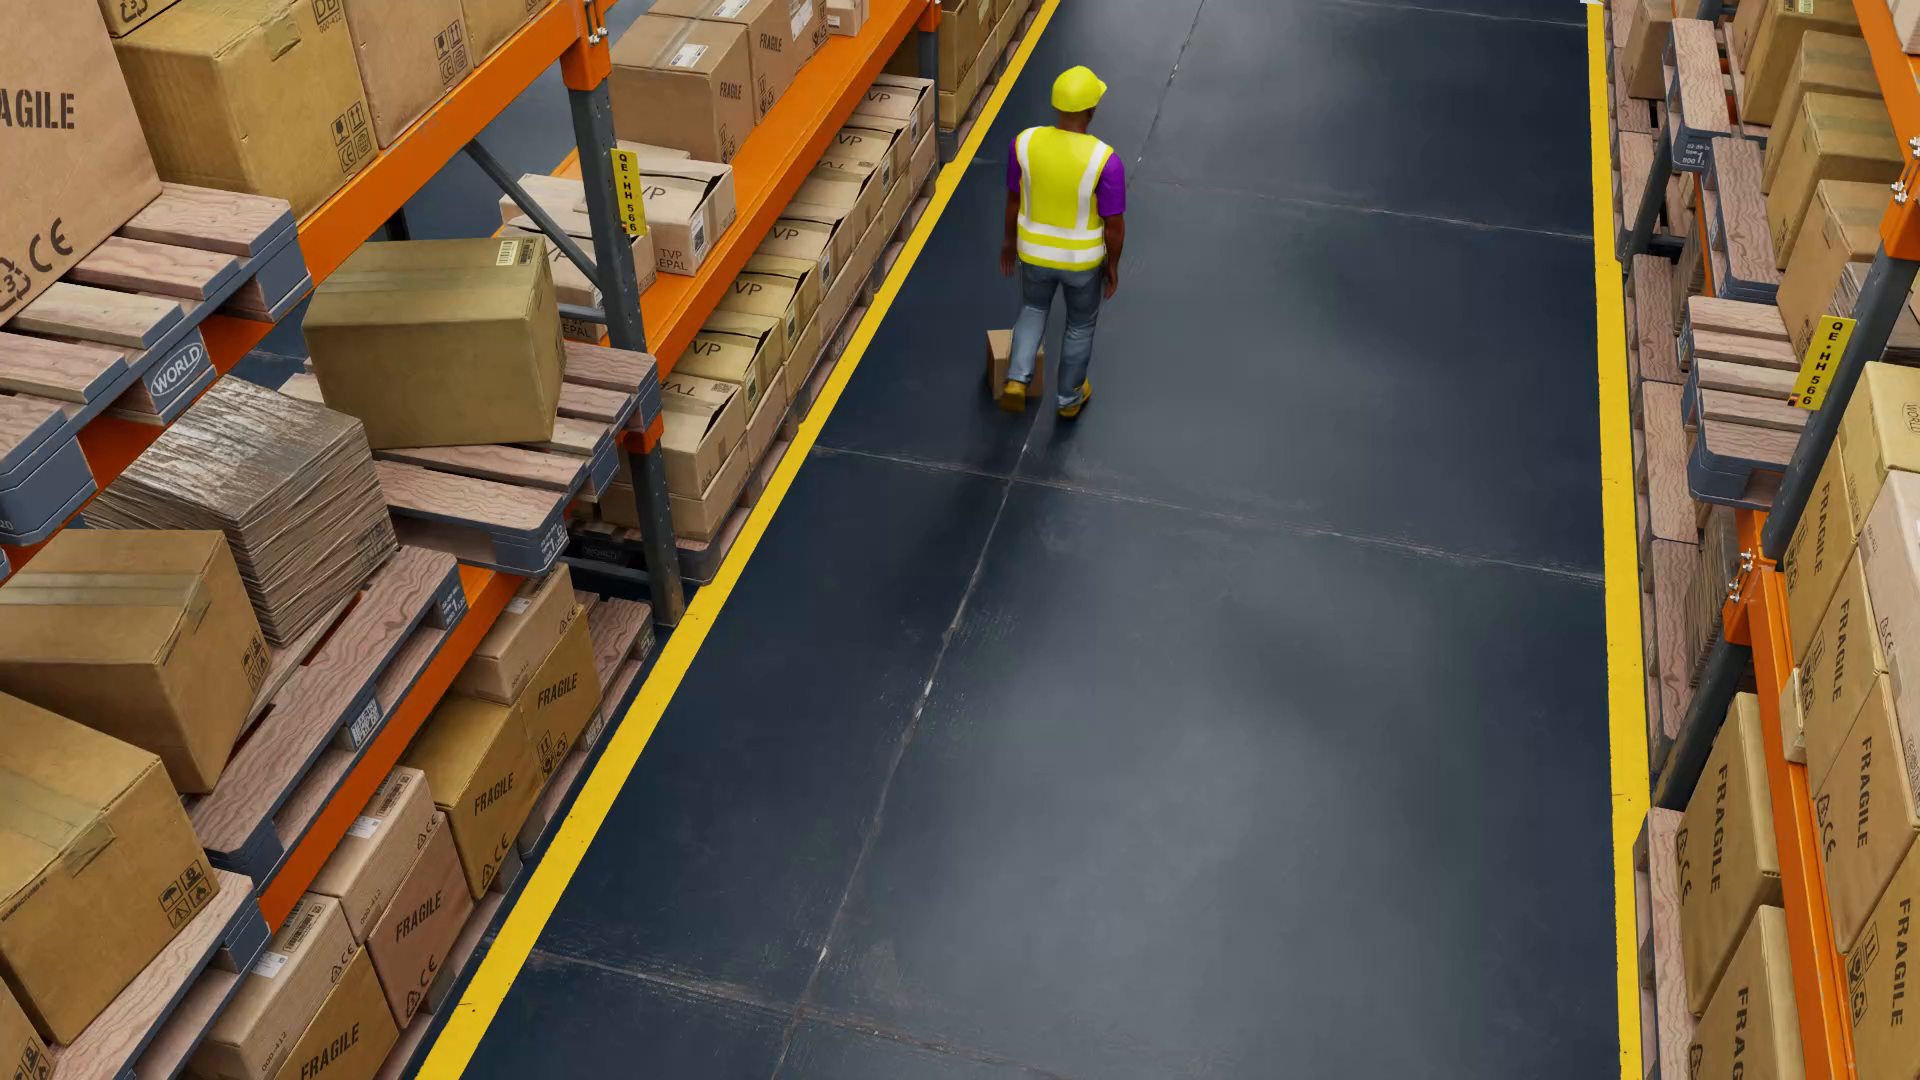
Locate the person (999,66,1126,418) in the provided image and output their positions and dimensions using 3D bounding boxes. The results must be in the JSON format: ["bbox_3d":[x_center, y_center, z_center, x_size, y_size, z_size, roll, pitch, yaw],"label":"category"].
[{"bbox_3d":[0.438,-1.280,7.596,0.597,1.752,0.615,15,43,17],"label":"person"}]
